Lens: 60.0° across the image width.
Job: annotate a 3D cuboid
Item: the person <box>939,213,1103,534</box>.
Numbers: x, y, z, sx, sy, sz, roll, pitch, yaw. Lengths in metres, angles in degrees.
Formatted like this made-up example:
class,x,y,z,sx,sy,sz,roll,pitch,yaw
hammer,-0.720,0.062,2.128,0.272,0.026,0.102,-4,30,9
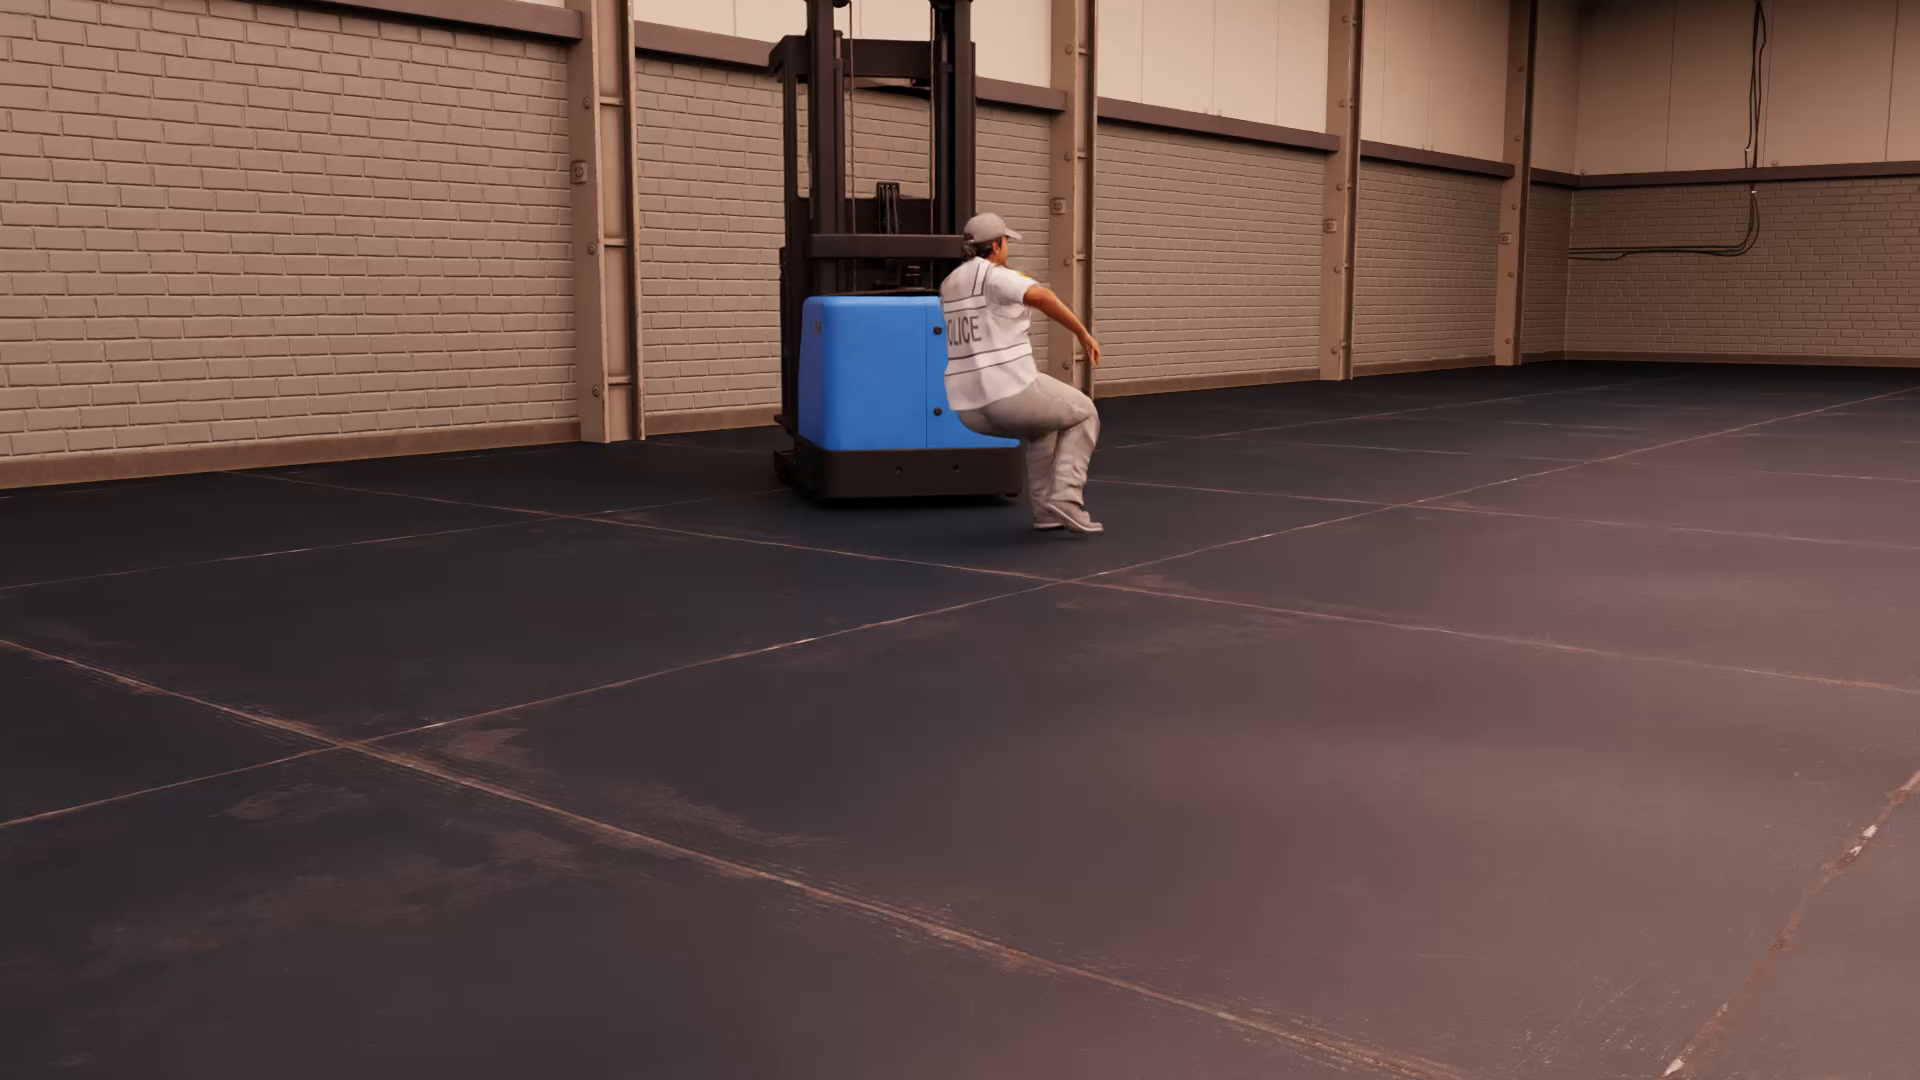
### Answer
class,x,y,z,sx,sy,sz,roll,pitch,yaw
person,0.320,-0.740,7.477,0.824,1.429,0.912,-8,11,-43

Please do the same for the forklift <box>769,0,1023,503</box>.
class,x,y,z,sx,sy,sz,roll,pitch,yaw
forklift,-0.507,-1.815,9.684,1.130,2.935,3.031,-2,9,-13
